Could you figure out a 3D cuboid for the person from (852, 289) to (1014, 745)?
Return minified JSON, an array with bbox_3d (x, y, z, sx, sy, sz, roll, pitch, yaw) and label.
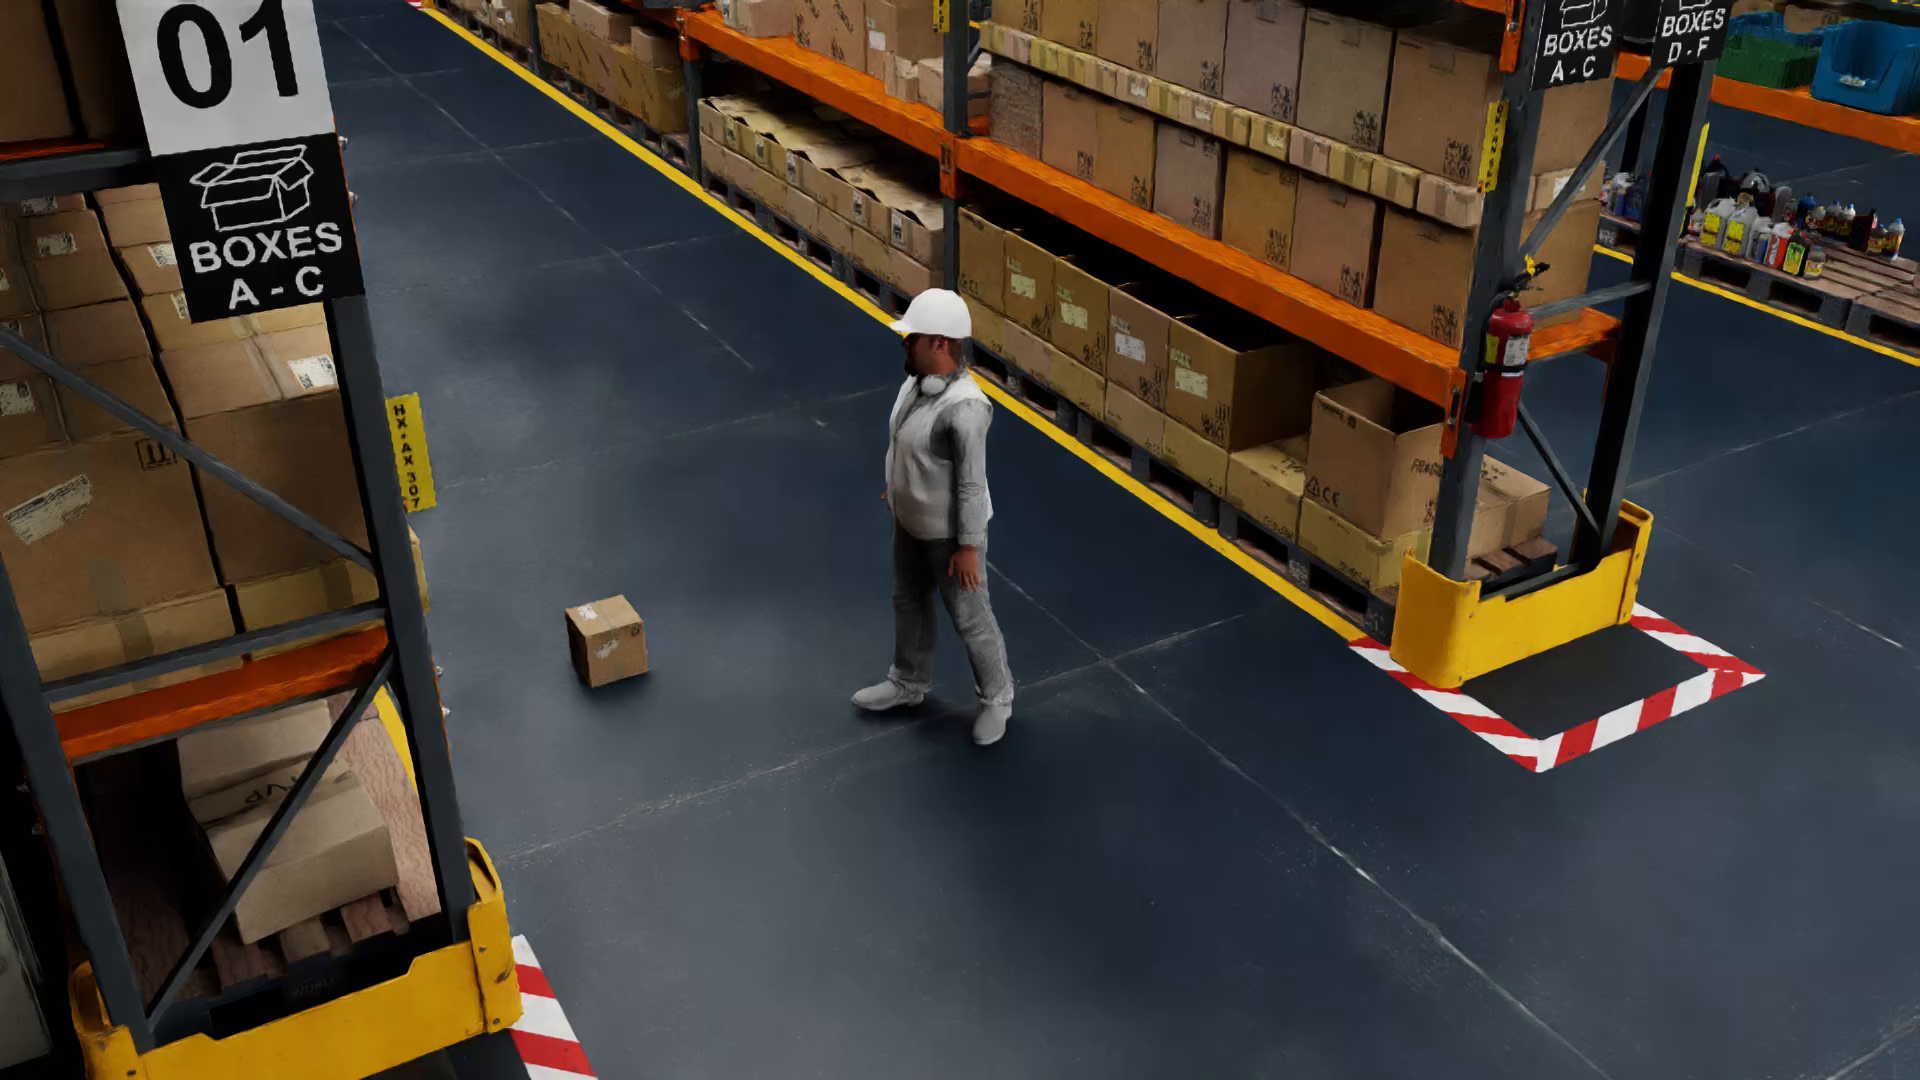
[{"bbox_3d":[-0.116,-0.096,6.248,0.577,1.774,0.689,-13,31,-22],"label":"person"}]
